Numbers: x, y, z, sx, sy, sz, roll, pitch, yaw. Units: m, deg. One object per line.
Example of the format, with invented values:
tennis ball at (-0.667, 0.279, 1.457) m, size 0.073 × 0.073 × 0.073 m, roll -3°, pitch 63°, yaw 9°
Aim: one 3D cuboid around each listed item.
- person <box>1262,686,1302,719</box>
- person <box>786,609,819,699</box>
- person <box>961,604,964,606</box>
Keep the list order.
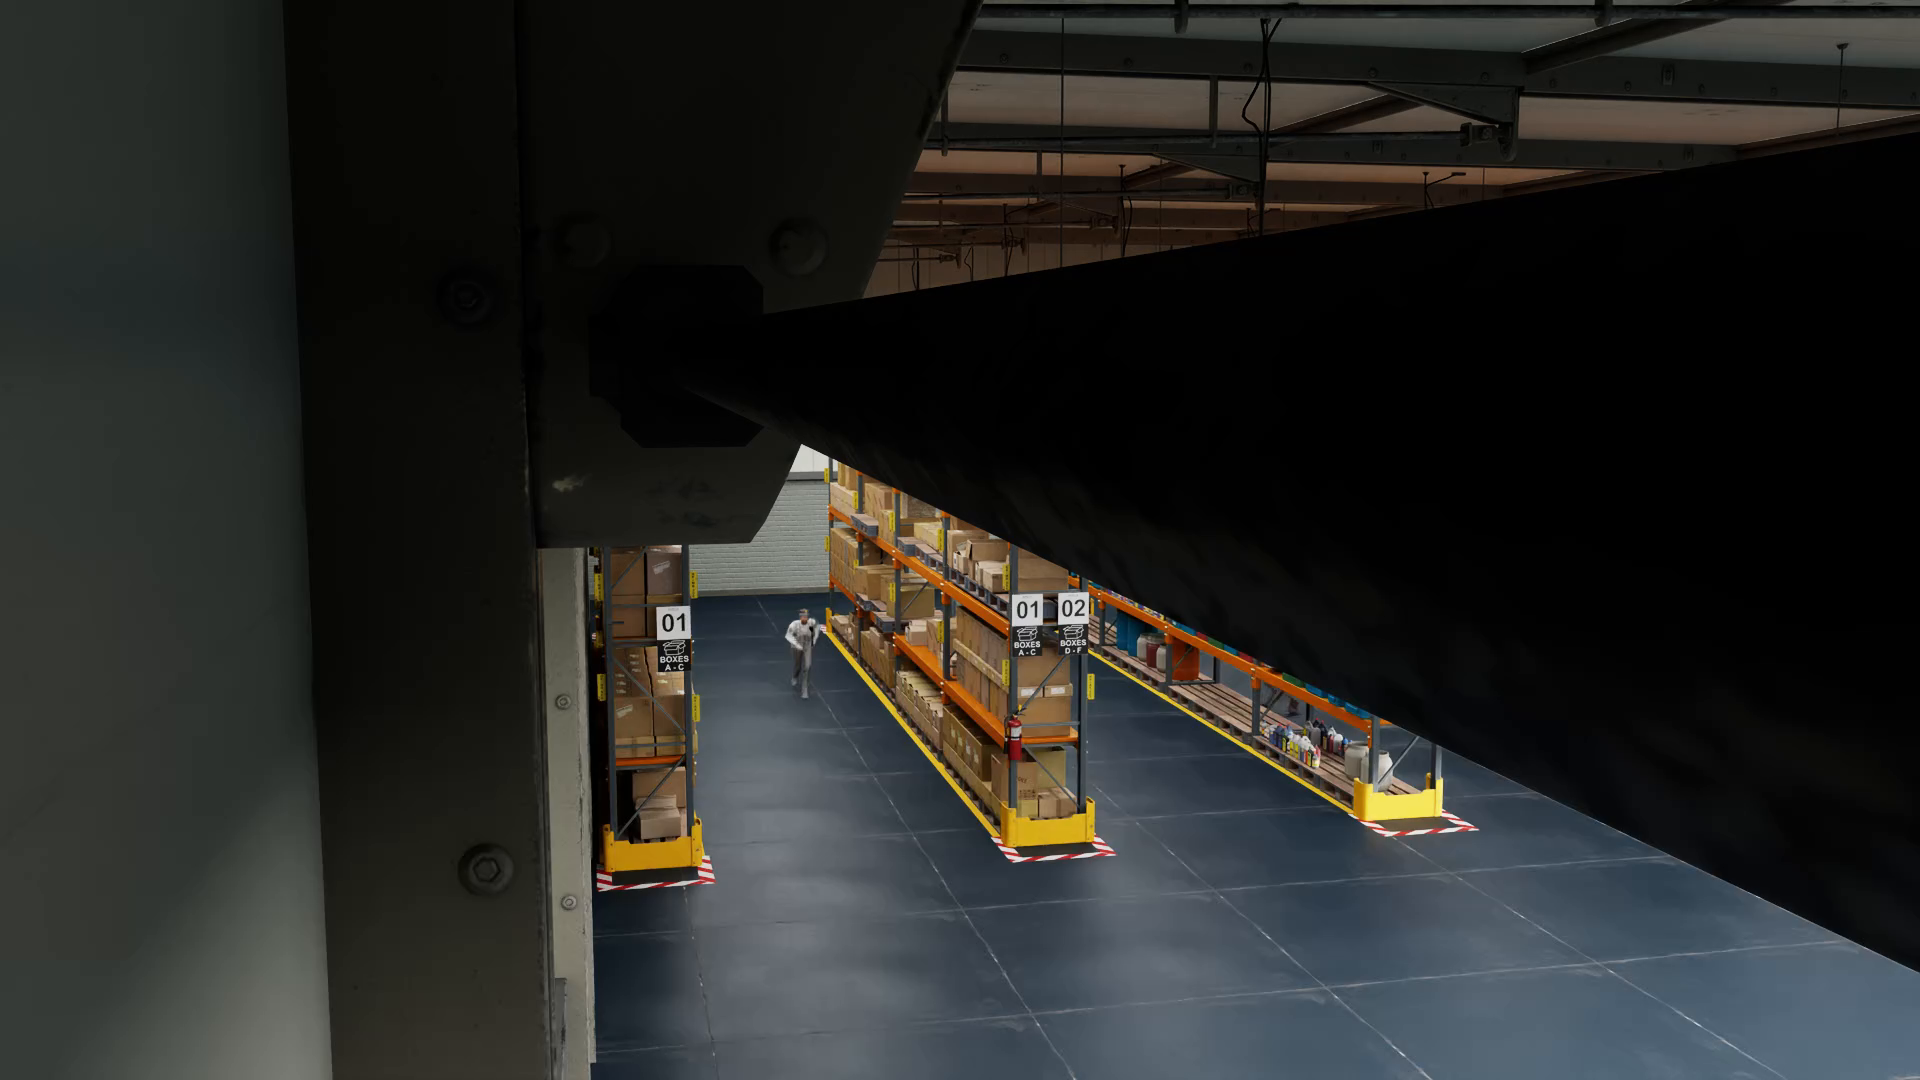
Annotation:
person at (5.530, 2.147, 28.212) m, size 0.724 × 1.704 × 0.601 m, roll 0°, pitch 7°, yaw -2°
person at (-2.868, 1.994, 30.045) m, size 0.651 × 1.633 × 0.984 m, roll -3°, pitch 7°, yaw -20°
person at (0.276, 0.940, 38.280) m, size 0.546 × 1.781 × 0.670 m, roll 3°, pitch 8°, yaw 26°
